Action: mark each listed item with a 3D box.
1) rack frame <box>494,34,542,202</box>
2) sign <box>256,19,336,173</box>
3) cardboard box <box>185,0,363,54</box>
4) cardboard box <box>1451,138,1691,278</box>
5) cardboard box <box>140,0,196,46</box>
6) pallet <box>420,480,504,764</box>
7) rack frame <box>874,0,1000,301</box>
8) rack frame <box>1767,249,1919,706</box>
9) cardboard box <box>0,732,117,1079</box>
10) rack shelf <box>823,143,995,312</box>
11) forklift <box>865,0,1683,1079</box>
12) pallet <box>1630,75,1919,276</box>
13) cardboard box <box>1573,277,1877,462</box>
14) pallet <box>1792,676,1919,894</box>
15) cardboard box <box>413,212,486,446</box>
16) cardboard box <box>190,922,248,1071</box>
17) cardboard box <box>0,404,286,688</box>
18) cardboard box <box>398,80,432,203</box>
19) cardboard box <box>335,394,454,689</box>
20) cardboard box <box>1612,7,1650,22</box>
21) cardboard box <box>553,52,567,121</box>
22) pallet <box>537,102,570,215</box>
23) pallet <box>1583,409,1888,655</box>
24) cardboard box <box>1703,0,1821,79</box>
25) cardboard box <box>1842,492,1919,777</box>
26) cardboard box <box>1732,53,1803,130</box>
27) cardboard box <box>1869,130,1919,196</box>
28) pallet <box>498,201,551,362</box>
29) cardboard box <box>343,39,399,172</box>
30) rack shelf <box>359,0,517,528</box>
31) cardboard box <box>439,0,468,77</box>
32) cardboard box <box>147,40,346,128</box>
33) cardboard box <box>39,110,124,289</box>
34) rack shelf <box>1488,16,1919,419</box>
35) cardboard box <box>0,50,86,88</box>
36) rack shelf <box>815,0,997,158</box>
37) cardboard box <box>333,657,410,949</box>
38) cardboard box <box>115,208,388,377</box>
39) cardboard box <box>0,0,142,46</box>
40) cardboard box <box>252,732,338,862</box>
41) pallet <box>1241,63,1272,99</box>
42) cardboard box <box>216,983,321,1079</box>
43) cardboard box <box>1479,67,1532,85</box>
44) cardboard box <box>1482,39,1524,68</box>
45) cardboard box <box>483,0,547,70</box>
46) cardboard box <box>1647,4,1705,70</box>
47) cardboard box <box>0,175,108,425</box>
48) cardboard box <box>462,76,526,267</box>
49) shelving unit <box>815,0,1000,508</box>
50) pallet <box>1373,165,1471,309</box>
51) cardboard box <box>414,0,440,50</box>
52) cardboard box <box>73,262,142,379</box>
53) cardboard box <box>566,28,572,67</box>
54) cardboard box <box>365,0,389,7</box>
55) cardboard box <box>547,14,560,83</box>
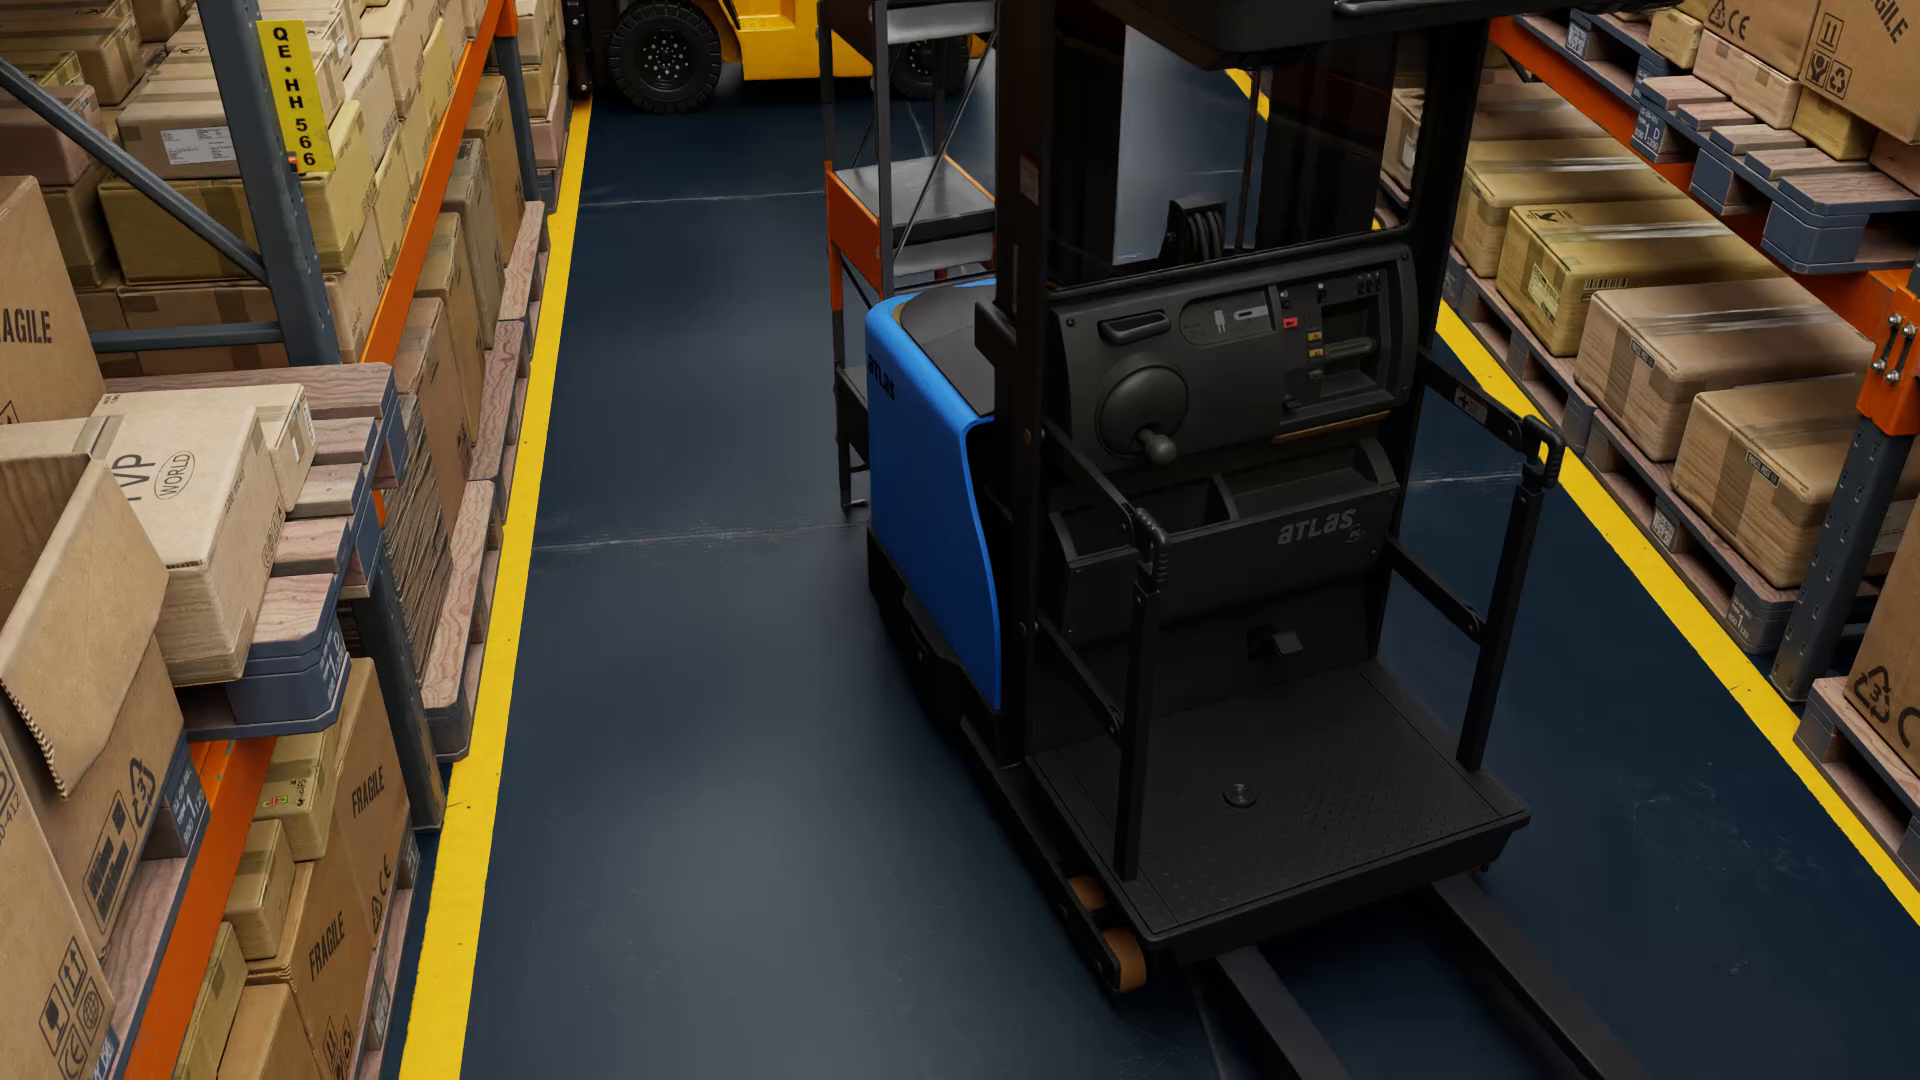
[{"bbox_3d":[-2.468,-2.667,7.000,1.000,3.000,0.127,-4,35,-6],"label":"rack frame"},{"bbox_3d":[-1.394,-0.927,3.489,0.100,0.325,0.005,-4,35,-6],"label":"sign"},{"bbox_3d":[-1.826,-1.380,4.446,0.380,0.149,0.250,-4,34,-6],"label":"cardboard box"},{"bbox_3d":[2.623,-1.439,7.159,0.950,0.372,0.625,-2,34,-3],"label":"cardboard box"},{"bbox_3d":[-2.401,-1.374,4.792,0.500,0.250,0.500,-5,35,-7],"label":"cardboard box"},{"bbox_3d":[-2.002,0.255,5.188,1.003,0.211,1.213,-4,35,-6],"label":"pallet"},{"bbox_3d":[-0.047,-0.774,5.022,0.400,2.100,0.015,-13,36,-19],"label":"rack frame"},{"bbox_3d":[2.988,-0.813,4.279,1.000,3.000,0.127,-4,35,-6],"label":"rack frame"},{"bbox_3d":[-1.411,0.569,1.790,0.700,0.500,0.500,-5,35,-7],"label":"cardboard box"},{"bbox_3d":[-0.141,-0.890,5.215,0.431,0.518,0.480,-13,36,-19],"label":"rack shelf"},{"bbox_3d":[0.743,-0.367,3.685,1.130,2.935,3.031,-13,36,-19],"label":"forklift"},{"bbox_3d":[2.786,-1.123,4.905,1.213,0.211,1.003,-4,35,-6],"label":"pallet"},{"bbox_3d":[2.815,-0.628,5.968,0.950,0.372,0.625,-5,35,-7],"label":"cardboard box"},{"bbox_3d":[3.019,0.785,4.411,1.003,0.211,1.213,-4,35,-6],"label":"pallet"},{"bbox_3d":[-2.187,-0.716,5.873,0.875,0.625,0.625,-6,35,-8],"label":"cardboard box"},{"bbox_3d":[-1.563,0.864,3.089,0.380,0.149,0.250,-3,34,-5],"label":"cardboard box"},{"bbox_3d":[-1.468,0.018,2.821,0.500,0.250,0.500,-6,35,-9],"label":"cardboard box"},{"bbox_3d":[-1.887,-1.207,4.991,0.500,0.250,0.500,-5,35,-8],"label":"cardboard box"},{"bbox_3d":[-2.001,0.024,4.787,0.875,0.625,0.625,-3,34,-5],"label":"cardboard box"},{"bbox_3d":[2.424,-1.906,5.734,0.380,0.149,0.250,-5,35,-8],"label":"cardboard box"},{"bbox_3d":[-2.289,-2.282,8.503,0.500,0.250,0.500,-5,35,-7],"label":"cardboard box"},{"bbox_3d":[-2.534,-1.962,8.441,1.003,0.211,1.213,-4,35,-6],"label":"pallet"},{"bbox_3d":[2.884,-0.097,5.705,1.003,0.211,1.213,-4,35,-6],"label":"pallet"},{"bbox_3d":[2.571,-1.671,4.813,0.500,0.500,0.500,-5,35,-7],"label":"cardboard box"},{"bbox_3d":[2.998,0.283,4.185,0.875,0.875,0.875,-5,35,-7],"label":"cardboard box"},{"bbox_3d":[2.525,-1.329,4.887,0.380,0.149,0.250,-5,35,-7],"label":"cardboard box"},{"bbox_3d":[2.711,-1.048,4.474,0.380,0.149,0.250,-3,34,-5],"label":"cardboard box"},{"bbox_3d":[-2.330,-1.107,7.186,1.003,0.211,1.213,-4,35,-6],"label":"pallet"},{"bbox_3d":[-1.814,-1.125,4.427,0.500,0.250,0.500,-3,34,-5],"label":"cardboard box"},{"bbox_3d":[-2.199,-1.254,5.565,1.077,0.370,4.000,-4,35,-6],"label":"rack shelf"},{"bbox_3d":[-2.032,-1.784,5.838,0.500,0.250,0.500,-4,34,-6],"label":"cardboard box"},{"bbox_3d":[-1.718,-1.093,4.026,0.380,0.149,0.250,-4,34,-5],"label":"cardboard box"},{"bbox_3d":[-2.266,-0.809,3.963,0.500,0.250,0.500,-4,34,-5],"label":"cardboard box"},{"bbox_3d":[2.719,-1.632,6.120,1.077,0.370,4.000,-4,35,-6],"label":"rack shelf"},{"bbox_3d":[-2.320,-1.048,3.960,0.380,0.149,0.250,-4,34,-5],"label":"cardboard box"},{"bbox_3d":[-0.141,-1.468,4.821,0.431,0.518,0.480,-13,36,-19],"label":"rack shelf"},{"bbox_3d":[-1.660,0.644,3.988,0.500,0.500,0.500,-3,34,-5],"label":"cardboard box"},{"bbox_3d":[-1.748,-0.639,4.157,0.500,0.250,0.500,-4,35,-6],"label":"cardboard box"},{"bbox_3d":[-2.397,-1.329,4.372,0.380,0.149,0.250,-5,35,-7],"label":"cardboard box"},{"bbox_3d":[-1.545,0.563,3.531,0.380,0.149,0.250,-6,35,-9],"label":"cardboard box"},{"bbox_3d":[2.157,-2.947,9.887,1.003,0.211,1.213,-4,35,-6],"label":"pallet"},{"bbox_3d":[-1.530,1.216,3.149,0.500,0.500,0.500,-3,34,-4],"label":"cardboard box"},{"bbox_3d":[2.638,-2.432,8.724,0.500,0.250,0.500,-6,35,-9],"label":"cardboard box"},{"bbox_3d":[2.638,-2.742,8.513,0.500,0.500,0.500,-3,34,-4],"label":"cardboard box"},{"bbox_3d":[-2.222,-2.411,7.805,0.500,0.250,0.500,-5,35,-7],"label":"cardboard box"},{"bbox_3d":[2.448,-1.623,5.318,0.380,0.149,0.250,-4,34,-6],"label":"cardboard box"},{"bbox_3d":[-2.016,-0.351,3.139,0.500,0.500,0.500,-3,34,-4],"label":"cardboard box"},{"bbox_3d":[-2.387,-1.569,7.124,0.875,0.625,0.625,-3,34,-4],"label":"cardboard box"},{"bbox_3d":[-0.141,-0.901,5.208,0.431,2.100,0.503,-13,36,-19],"label":"shelving unit"},{"bbox_3d":[2.556,-1.458,7.703,1.003,0.211,1.213,-4,35,-6],"label":"pallet"},{"bbox_3d":[-1.960,-1.702,5.273,0.500,0.250,0.500,-4,34,-6],"label":"cardboard box"},{"bbox_3d":[-2.244,-0.604,4.106,0.500,0.250,0.500,-5,35,-7],"label":"cardboard box"},{"bbox_3d":[-2.422,-2.852,9.340,0.500,0.250,0.500,-3,34,-5],"label":"cardboard box"},{"bbox_3d":[-1.865,-1.664,4.863,0.380,0.149,0.250,-4,34,-5],"label":"cardboard box"},{"bbox_3d":[-2.297,-2.485,8.358,0.500,0.250,0.500,-5,35,-7],"label":"cardboard box"}]
